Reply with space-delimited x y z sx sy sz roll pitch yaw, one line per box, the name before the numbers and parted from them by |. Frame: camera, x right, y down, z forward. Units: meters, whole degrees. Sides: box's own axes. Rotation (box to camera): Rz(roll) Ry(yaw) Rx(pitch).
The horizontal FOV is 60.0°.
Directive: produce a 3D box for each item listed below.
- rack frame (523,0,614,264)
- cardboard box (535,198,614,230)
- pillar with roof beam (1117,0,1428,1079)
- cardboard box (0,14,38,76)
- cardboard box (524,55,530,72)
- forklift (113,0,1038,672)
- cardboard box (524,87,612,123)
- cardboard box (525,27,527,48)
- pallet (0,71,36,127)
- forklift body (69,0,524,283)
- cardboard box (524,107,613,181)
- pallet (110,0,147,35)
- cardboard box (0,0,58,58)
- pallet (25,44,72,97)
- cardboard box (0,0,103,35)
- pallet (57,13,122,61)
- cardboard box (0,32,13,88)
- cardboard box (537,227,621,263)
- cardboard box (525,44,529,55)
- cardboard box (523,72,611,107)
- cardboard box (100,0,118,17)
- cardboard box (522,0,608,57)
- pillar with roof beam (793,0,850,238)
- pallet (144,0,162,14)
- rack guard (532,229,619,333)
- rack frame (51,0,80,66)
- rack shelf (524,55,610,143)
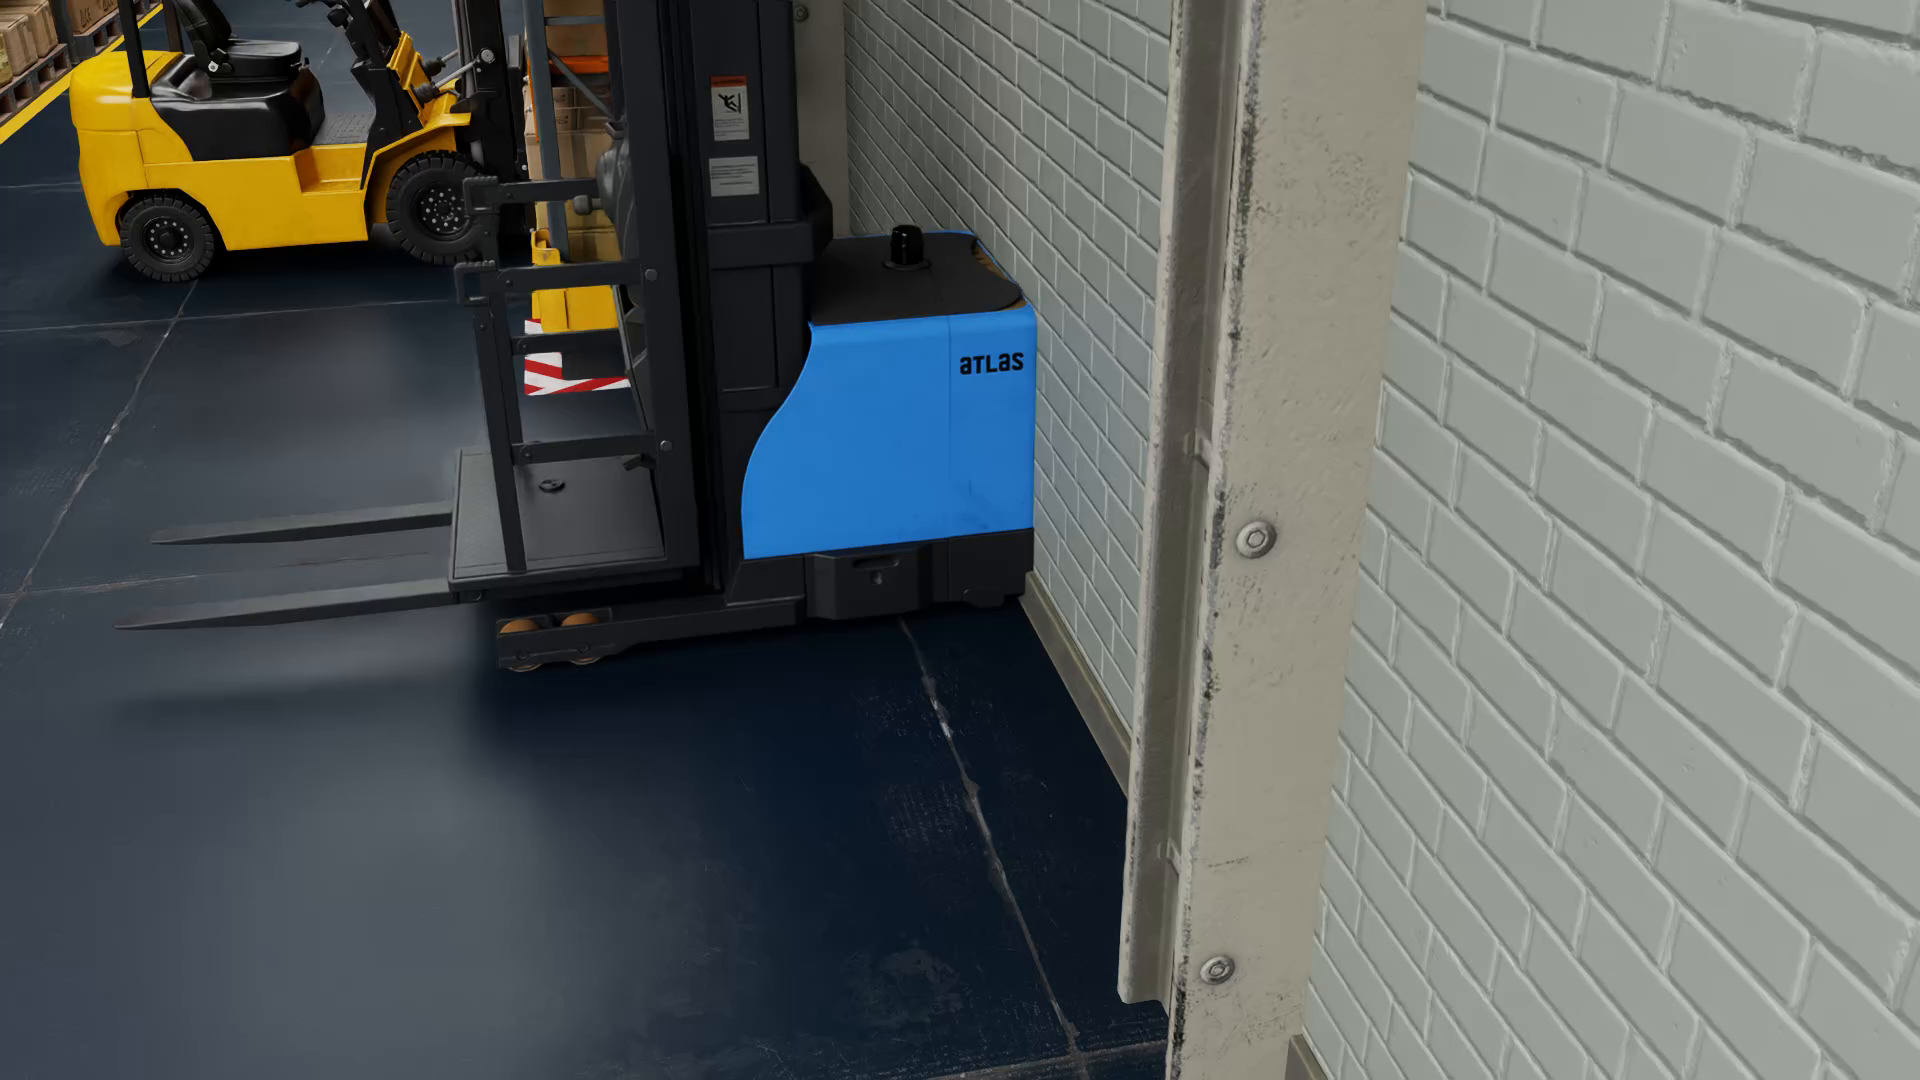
rack frame | -1.495 -2.407 7.690 1.000 3.000 0.127 -6 27 -12
cardboard box | -1.909 -1.772 8.462 0.500 0.250 0.500 -6 27 -12
pillar with roof beam | -3.616 -2.411 1.040 9.100 9.000 0.400 -6 27 -12
cardboard box | -7.841 -3.855 13.010 0.950 0.372 0.625 -6 27 -13
cardboard box | -2.254 -2.651 9.649 0.500 0.250 0.500 -7 28 -13
forklift | -1.264 -1.142 5.261 3.031 2.935 1.130 -6 27 -12
cardboard box | -2.023 -2.207 8.770 0.500 0.250 0.500 -5 27 -11
cardboard box | -2.488 -3.100 10.538 0.500 0.250 0.500 -6 27 -12
pallet | -7.687 -3.291 12.535 1.003 0.211 1.213 -6 27 -12
forklift body | -3.700 -2.675 9.163 2.313 2.155 1.214 -6 27 -12
cardboard box | -1.902 -1.984 8.327 0.500 0.250 0.500 -5 27 -10
pallet | -8.509 -5.057 16.034 1.003 0.211 1.213 -6 27 -12
cardboard box | -8.015 -4.179 13.650 0.950 0.372 0.625 -8 28 -15
pallet | -7.958 -3.825 13.594 1.003 0.211 1.213 -6 27 -12
cardboard box | -8.208 -4.964 14.648 0.875 0.875 0.875 -6 27 -12
pallet | -8.237 -4.522 14.975 1.003 0.211 1.213 -6 27 -12
cardboard box | -7.676 -3.522 12.349 0.950 0.372 0.625 -5 27 -10
cardboard box | -1.909 -1.541 8.560 0.500 0.250 0.500 -6 27 -11
cardboard box | -2.364 -2.882 10.107 0.500 0.250 0.500 -5 27 -10
cardboard box | -2.147 -2.428 9.207 0.500 0.250 0.500 -6 27 -11
cardboard box | -8.405 -5.356 15.424 0.875 0.875 0.875 -6 27 -11
cardboard box | -1.862 -2.641 8.042 0.500 0.500 0.500 -7 28 -13
pillar with roof beam | -4.968 -5.045 6.259 9.100 9.000 0.400 -6 27 -12
pallet | -8.787 -5.593 17.097 1.003 0.211 1.213 -6 27 -12
rack guard | -1.489 -1.280 8.232 1.175 0.500 0.348 -6 27 -12
rack frame | -8.133 -5.413 13.646 1.000 3.000 0.127 -6 27 -12
rack shelf | -1.946 -2.964 9.591 1.077 0.370 4.000 -6 27 -12
